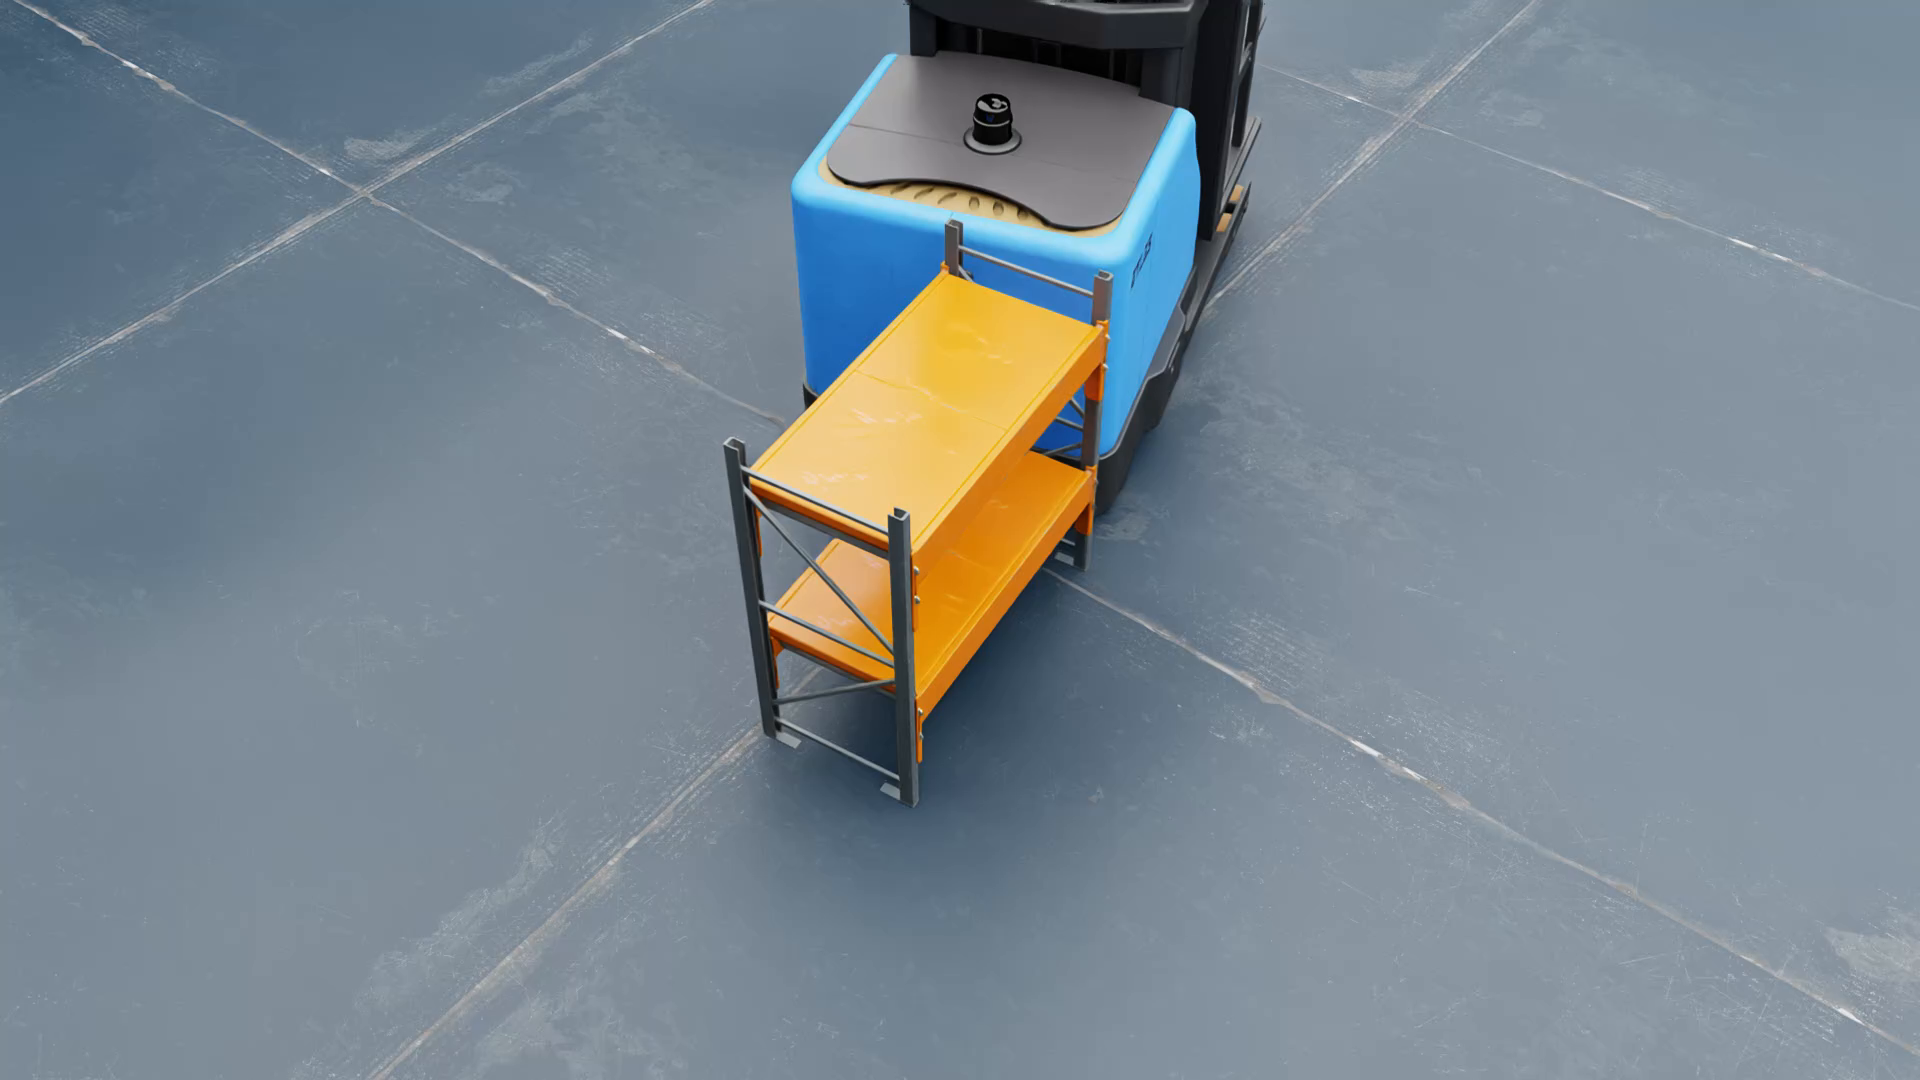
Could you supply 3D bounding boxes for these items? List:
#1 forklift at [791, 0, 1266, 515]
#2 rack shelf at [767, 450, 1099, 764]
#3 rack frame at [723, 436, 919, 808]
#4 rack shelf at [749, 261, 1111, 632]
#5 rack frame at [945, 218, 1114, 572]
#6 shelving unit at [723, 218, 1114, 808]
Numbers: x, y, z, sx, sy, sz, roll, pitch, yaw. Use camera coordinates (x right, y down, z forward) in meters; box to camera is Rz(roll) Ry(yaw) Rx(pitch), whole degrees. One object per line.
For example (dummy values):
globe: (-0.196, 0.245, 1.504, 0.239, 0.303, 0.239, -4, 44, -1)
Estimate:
forklift: (0.472, -2.173, 5.299, 1.130, 2.935, 3.031, 15, 48, 14)
rack shelf: (-0.077, 0.096, 4.718, 0.538, 0.278, 1.000, 23, 51, 21)
rack frame: (-0.335, 0.244, 4.239, 0.500, 1.125, 0.032, 23, 51, 21)
rack shelf: (-0.077, -0.275, 4.330, 0.538, 0.278, 1.000, 23, 51, 21)
rack frame: (0.181, -0.389, 4.844, 0.500, 1.125, 0.032, 23, 51, 21)
shelving unit: (-0.077, -0.073, 4.541, 0.538, 1.125, 1.048, 23, 51, 21)
